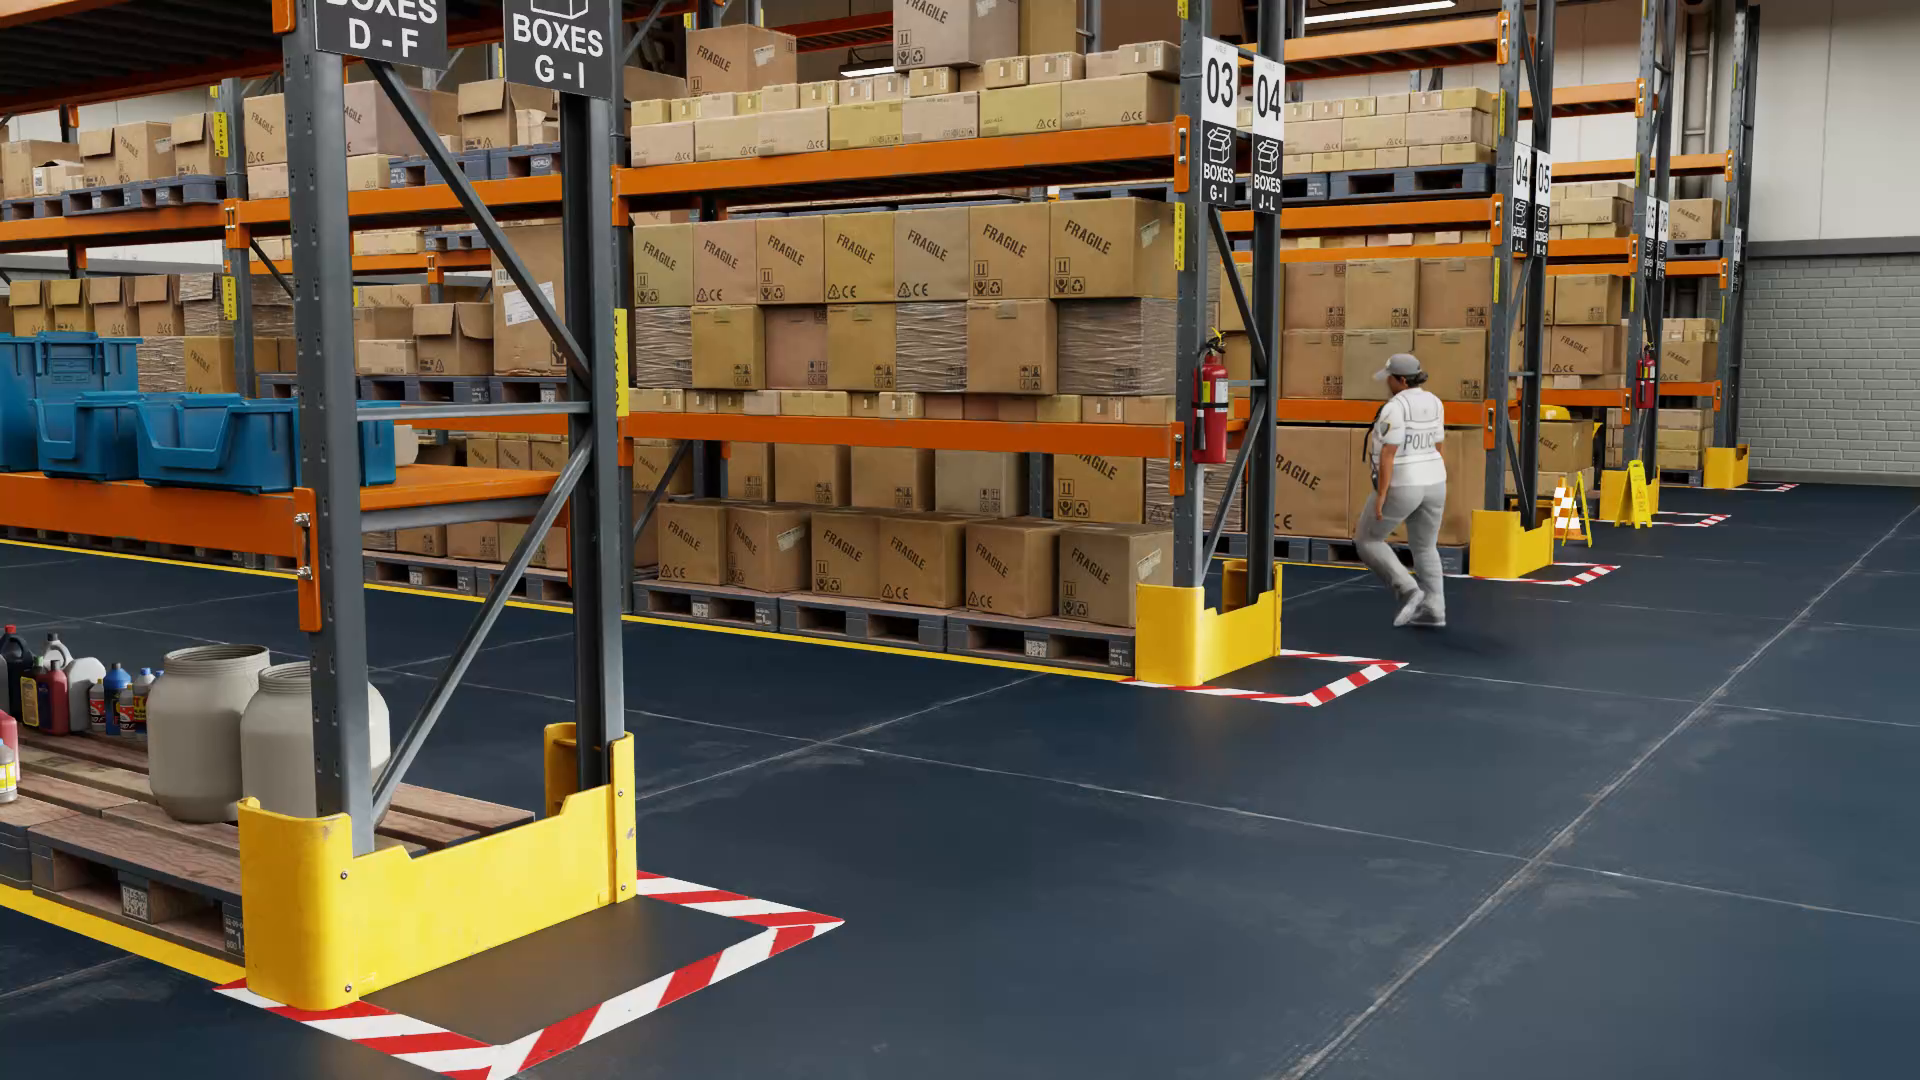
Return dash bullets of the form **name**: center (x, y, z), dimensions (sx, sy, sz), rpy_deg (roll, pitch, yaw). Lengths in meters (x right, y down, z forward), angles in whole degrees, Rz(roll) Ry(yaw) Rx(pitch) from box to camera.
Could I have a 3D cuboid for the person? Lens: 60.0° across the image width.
- **person**: center (2.649, -0.293, 9.954), dimensions (0.541, 1.646, 0.462), rpy_deg (-3, 7, -27)
